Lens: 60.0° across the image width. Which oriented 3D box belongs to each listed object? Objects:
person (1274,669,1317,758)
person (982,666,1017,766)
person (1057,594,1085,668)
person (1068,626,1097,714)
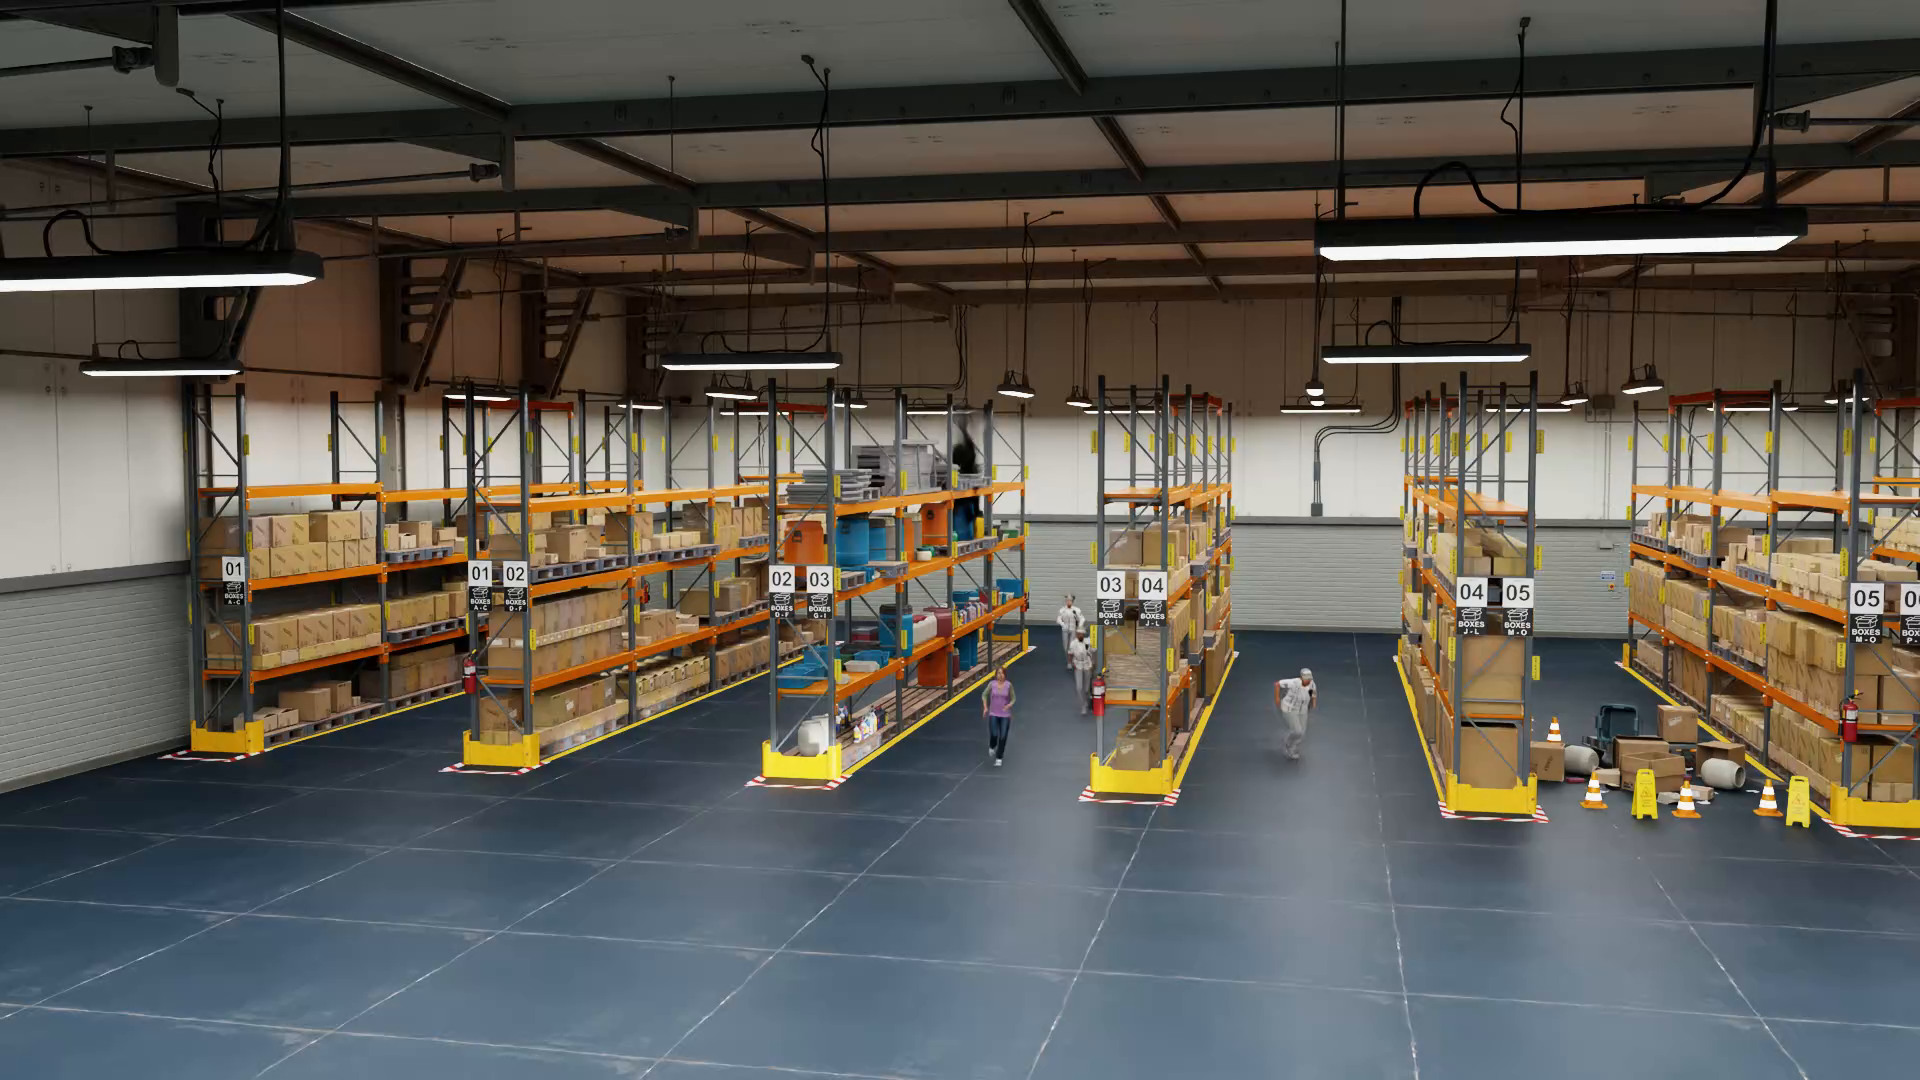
[{"bbox_3d":[5.305,2.749,26.327,0.637,1.496,0.862,-1,3,-17],"label":"person"},{"bbox_3d":[0.612,2.752,25.865,0.537,1.540,0.537,0,3,-1],"label":"person"},{"bbox_3d":[2.459,2.047,37.252,0.604,1.659,0.525,1,3,12],"label":"person"},{"bbox_3d":[2.323,2.422,31.244,0.594,1.663,0.720,1,3,9],"label":"person"}]
